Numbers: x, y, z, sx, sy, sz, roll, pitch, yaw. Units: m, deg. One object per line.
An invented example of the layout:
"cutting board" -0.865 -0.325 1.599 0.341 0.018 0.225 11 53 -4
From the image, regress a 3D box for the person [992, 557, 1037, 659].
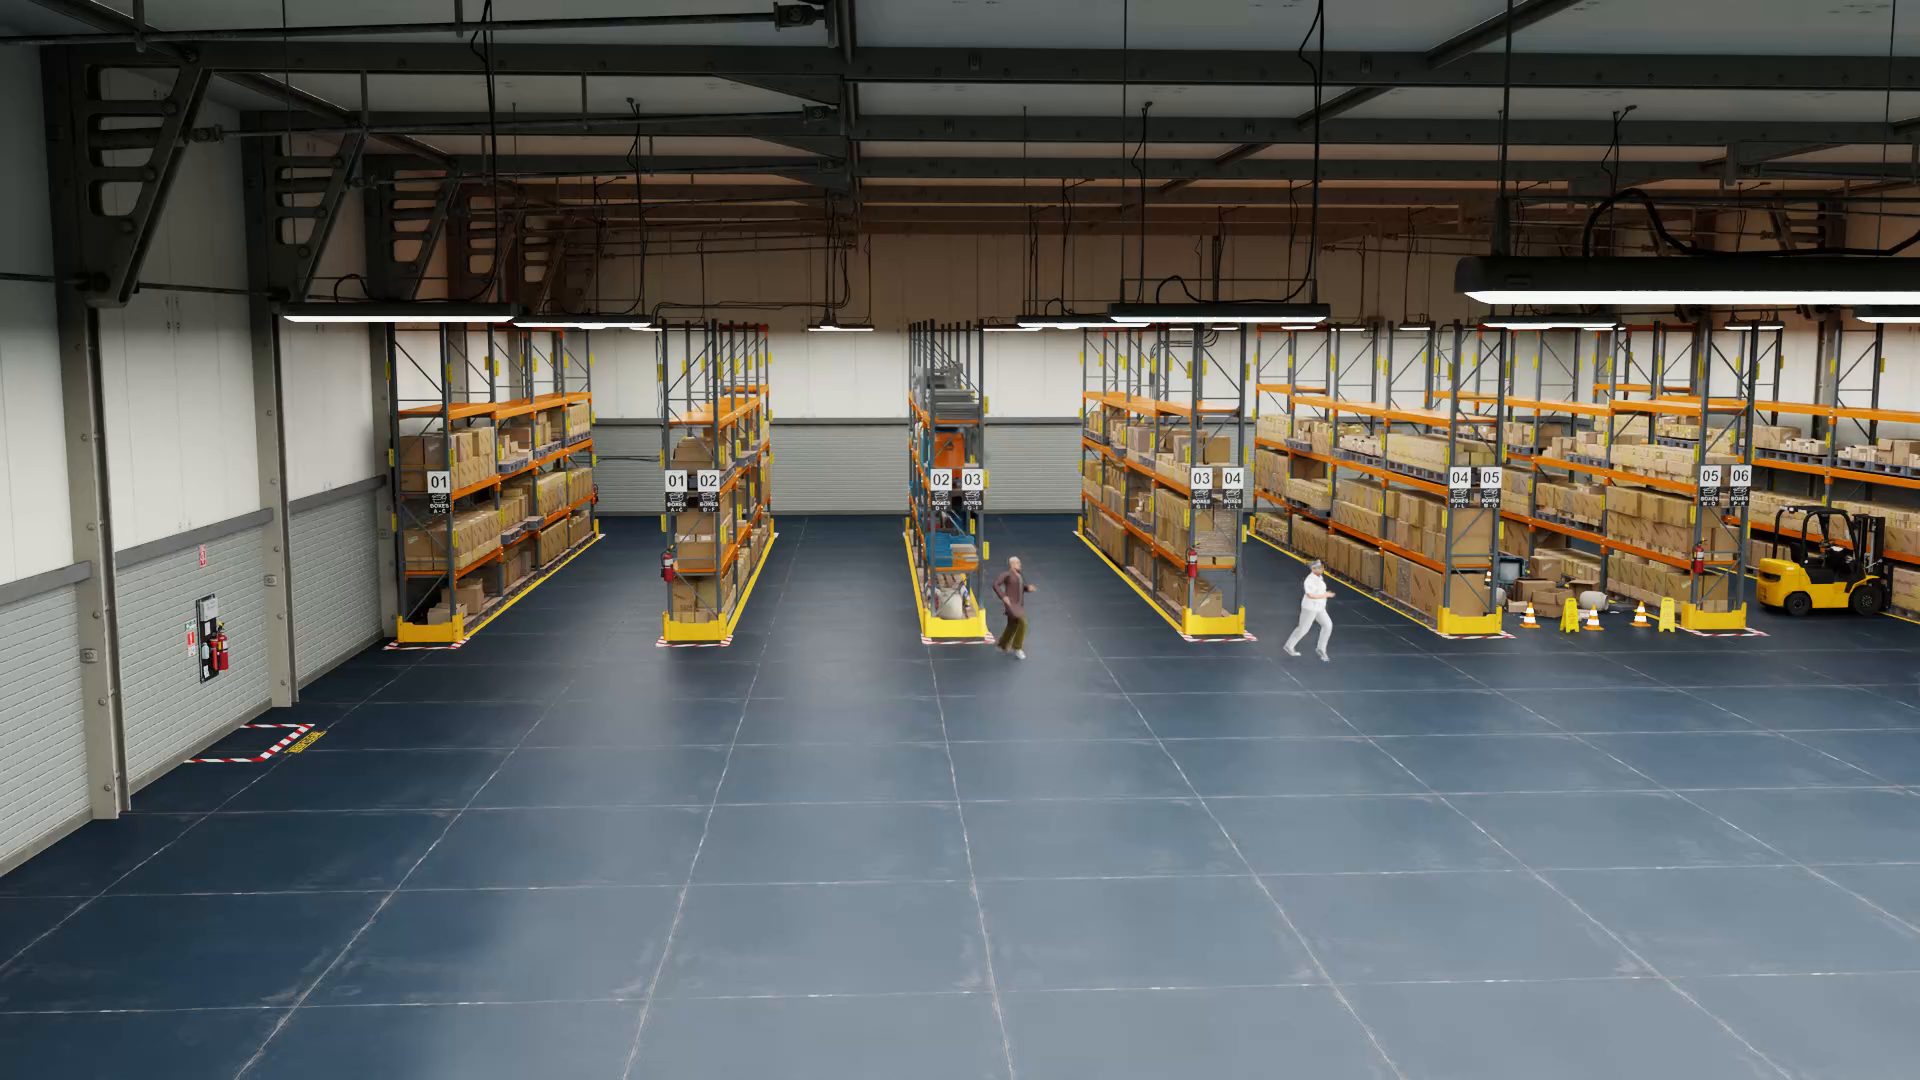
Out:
"person" 0.974 1.210 29.549 0.779 1.831 0.695 4 8 28

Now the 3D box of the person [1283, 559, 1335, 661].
"person" 6.211 1.237 29.352 0.917 1.848 0.675 6 9 38
